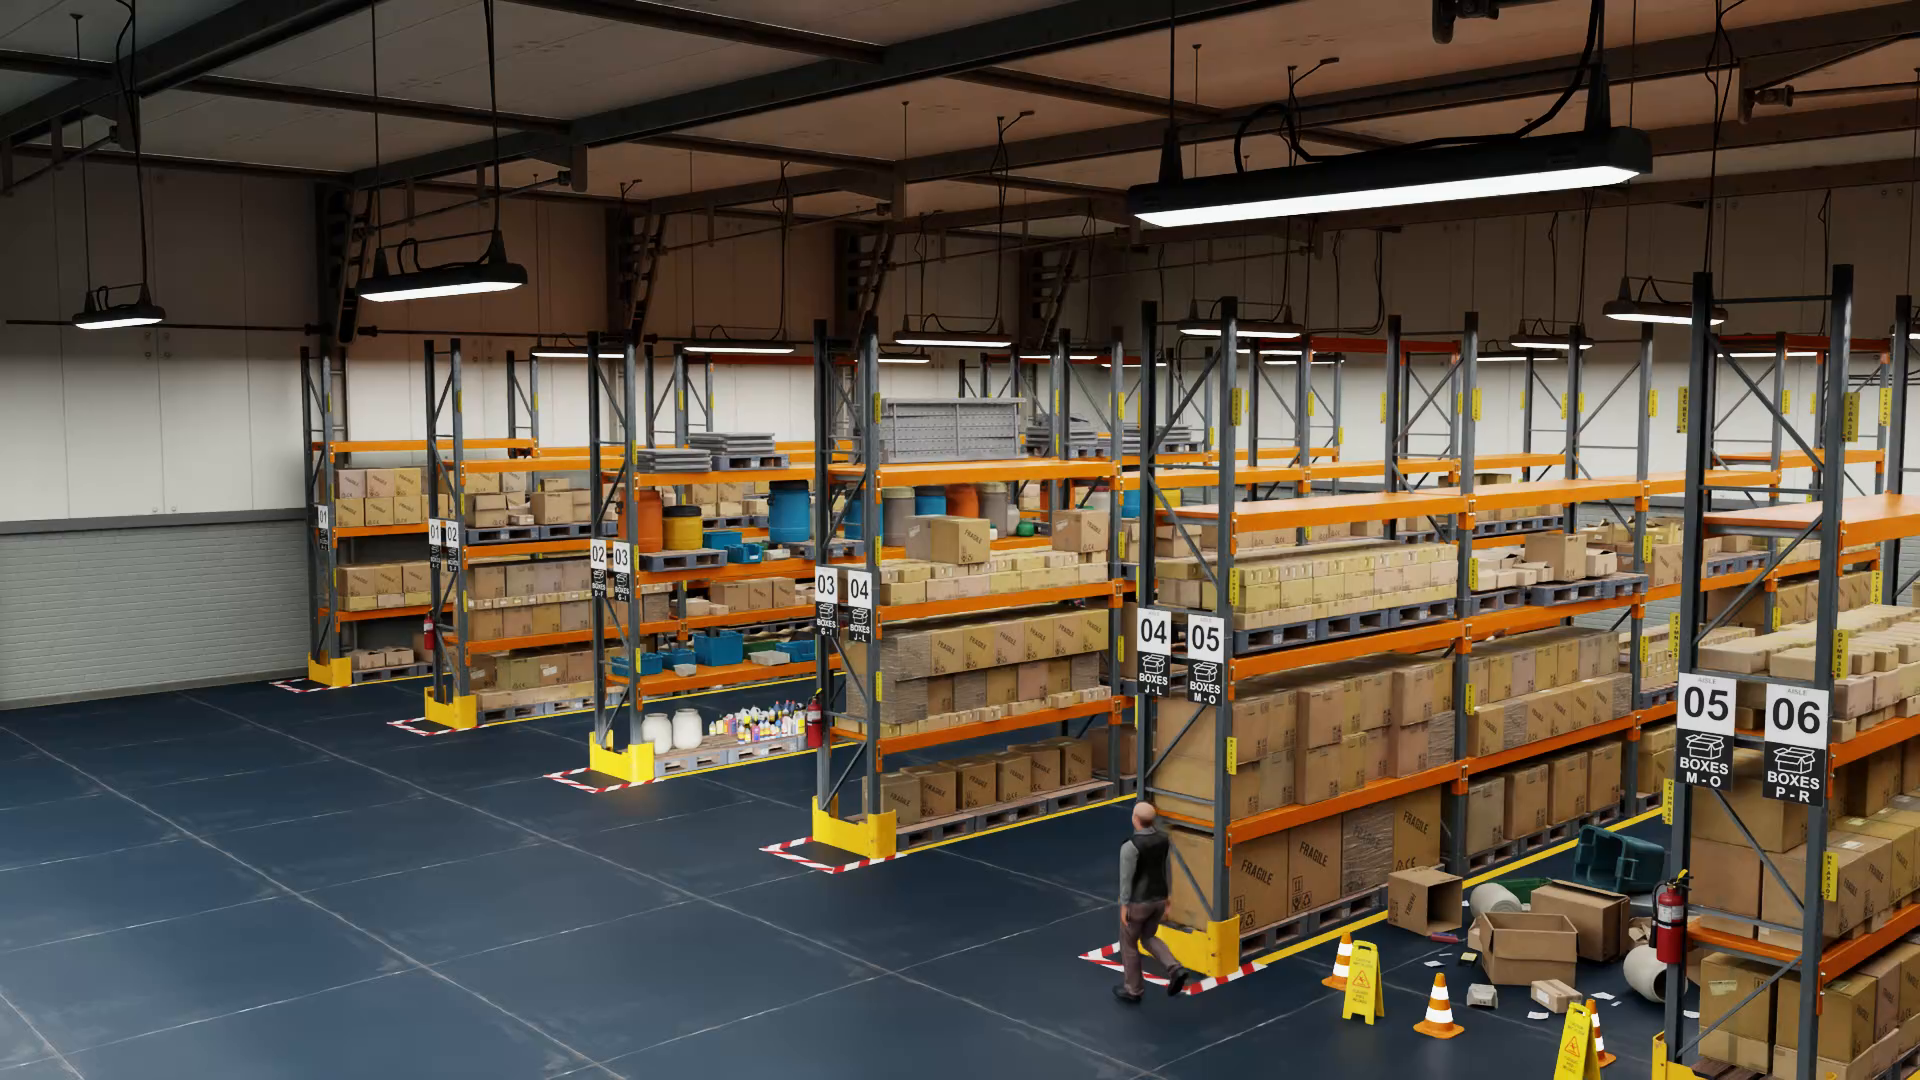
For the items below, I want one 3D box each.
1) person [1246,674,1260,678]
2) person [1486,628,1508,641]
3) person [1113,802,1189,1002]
[{"bbox_3d":[3.923,2.471,21.374,0.600,1.652,0.503,-2,6,-26],"label":"person"},{"bbox_3d":[8.234,2.063,25.495,0.677,1.714,1.093,5,7,44],"label":"person"},{"bbox_3d":[1.581,3.065,14.034,0.542,1.711,0.664,-5,7,-44],"label":"person"}]
